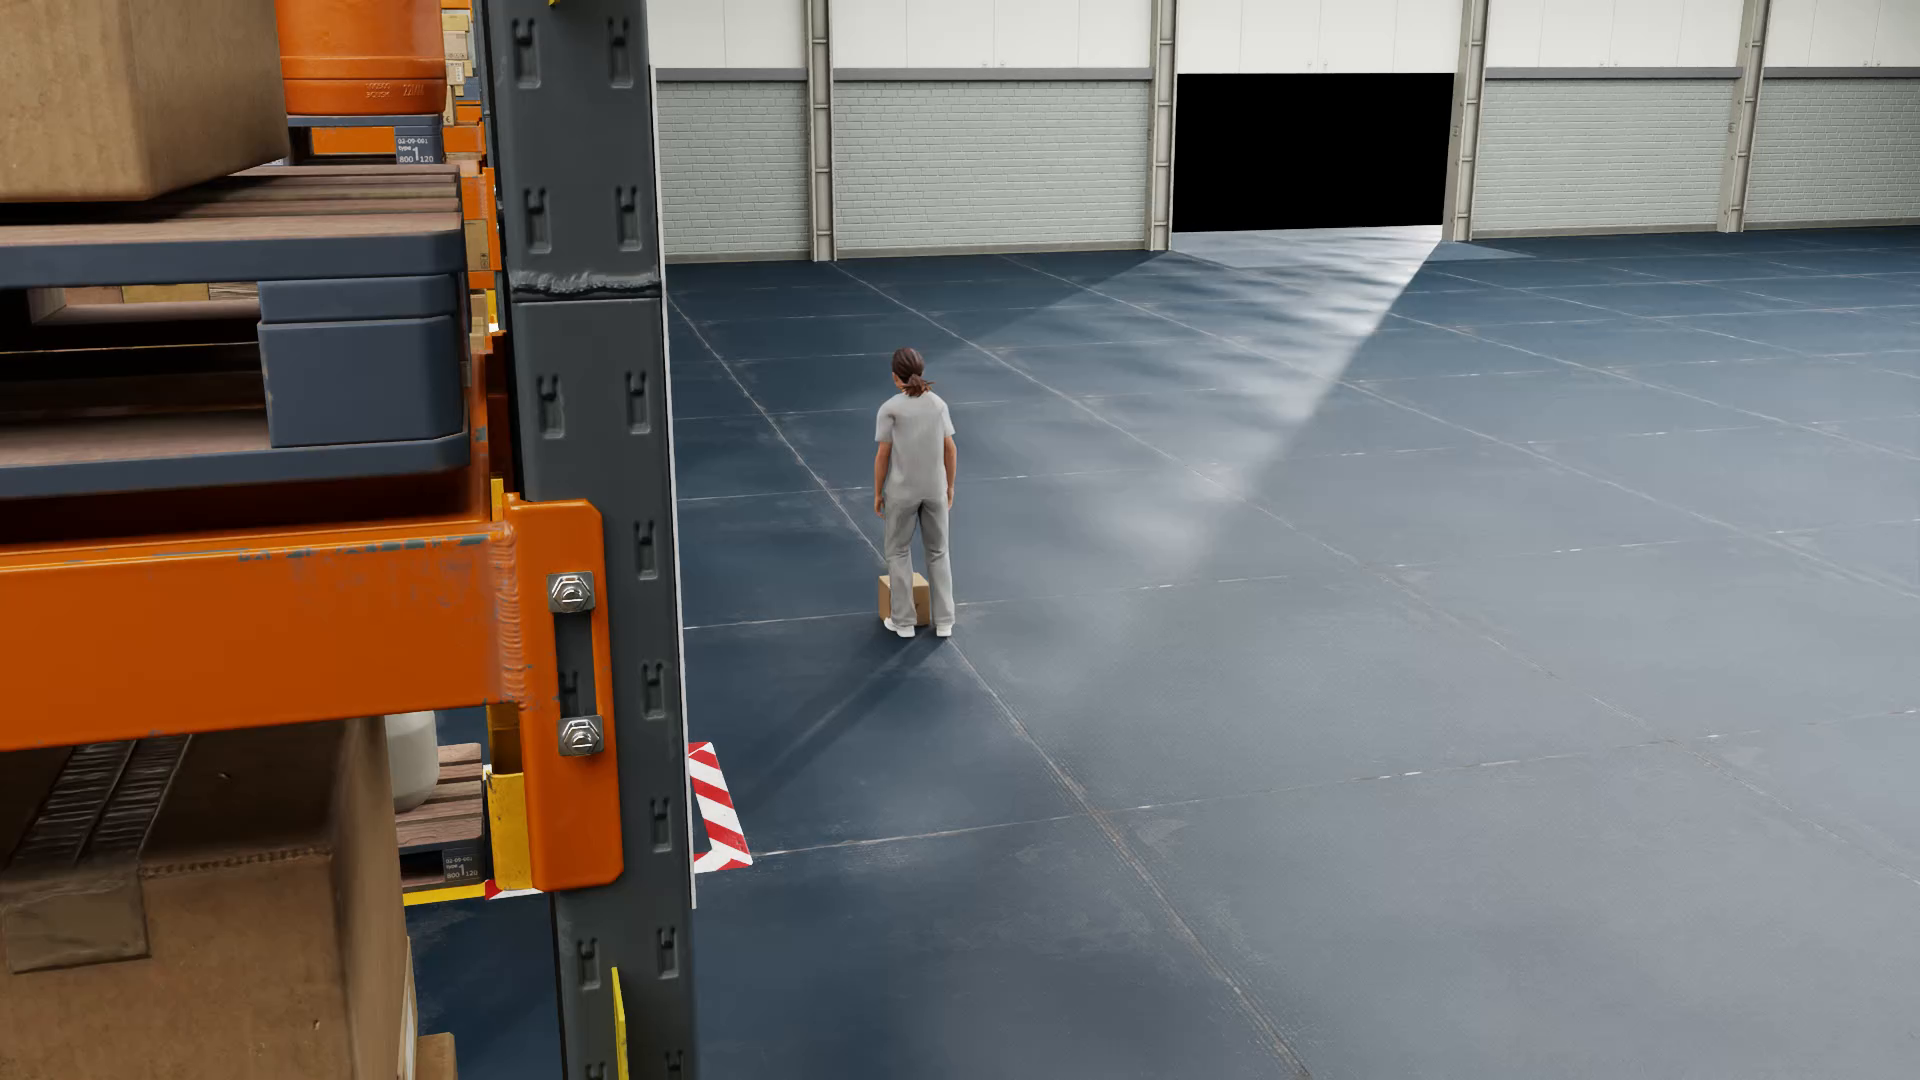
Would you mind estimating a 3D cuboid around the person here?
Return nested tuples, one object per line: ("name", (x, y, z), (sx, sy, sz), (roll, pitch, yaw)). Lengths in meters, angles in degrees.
("person", (-0.261, -0.262, 9.458), (0.501, 1.665, 0.416), (-5, 17, -18))
